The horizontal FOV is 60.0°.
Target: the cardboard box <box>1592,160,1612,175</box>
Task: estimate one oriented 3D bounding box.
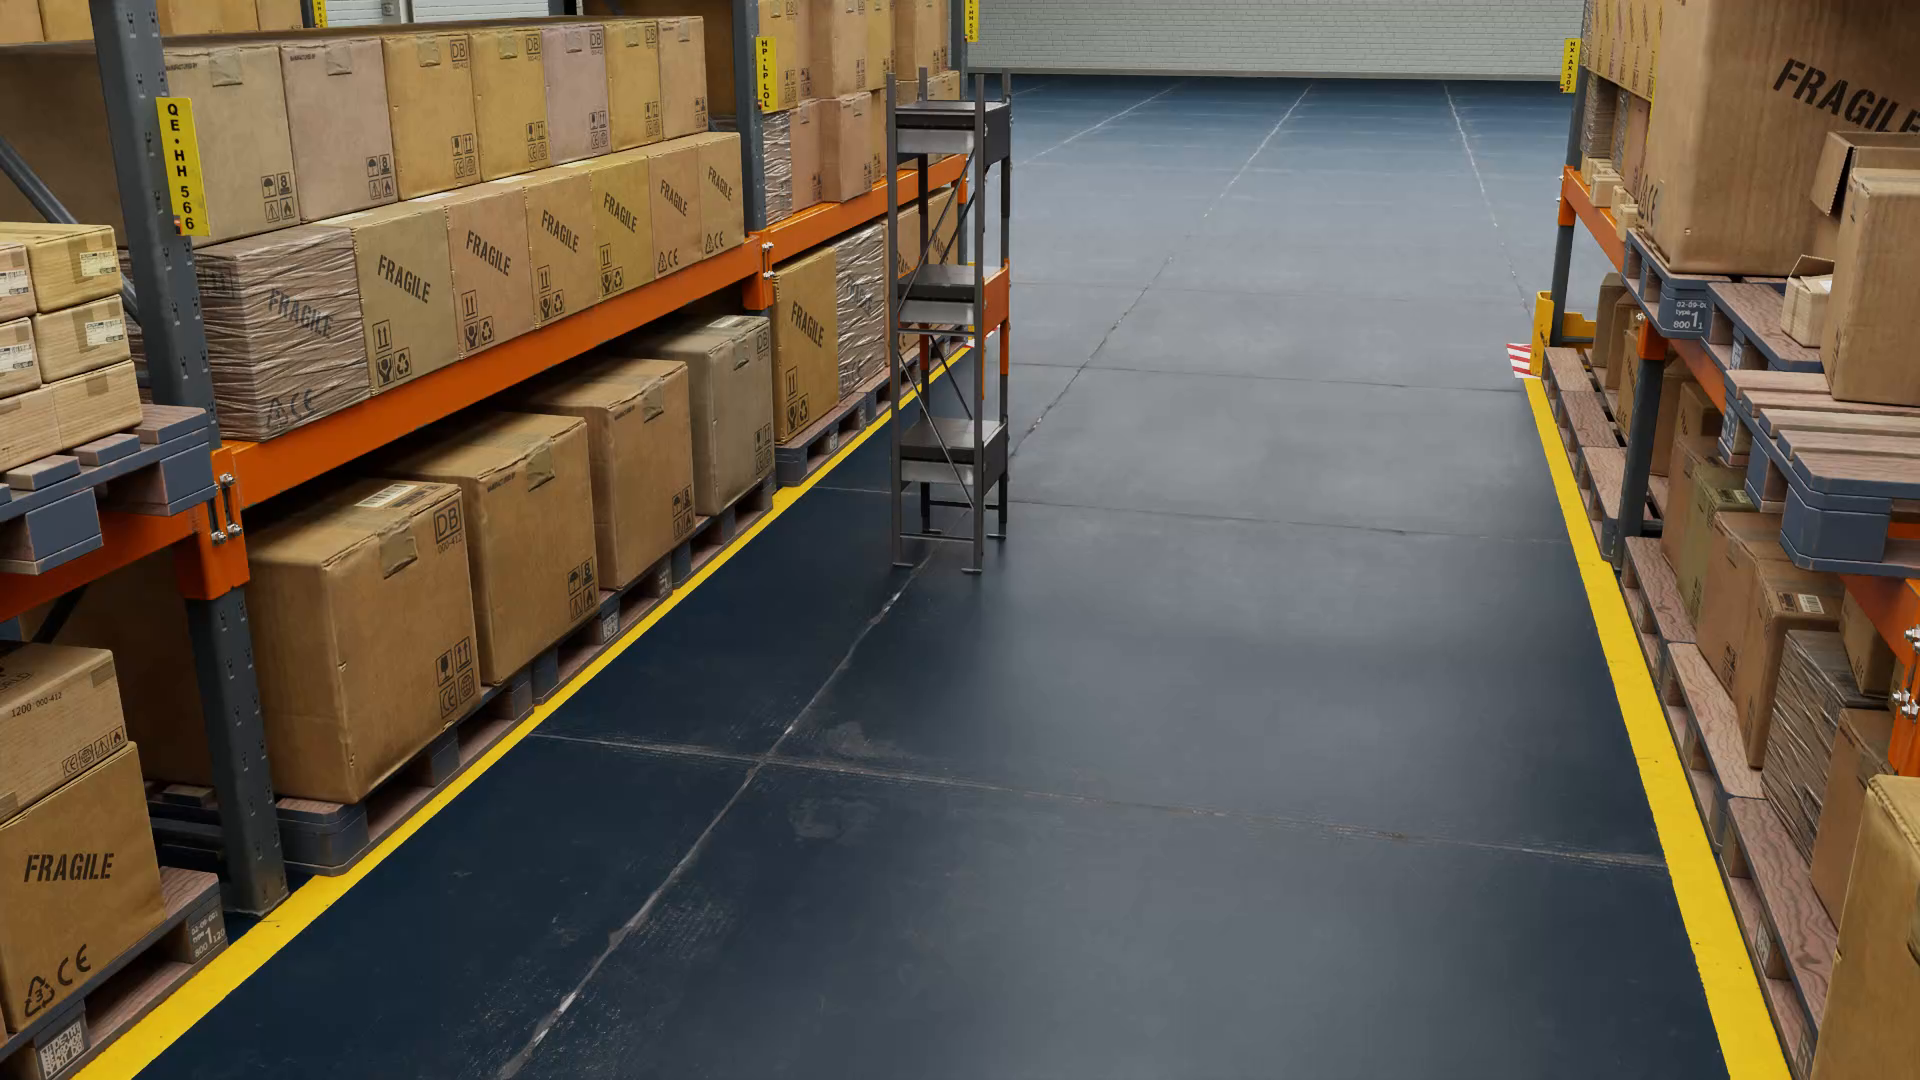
[{"bbox_3d":[3.842,-2.086,9.544,0.380,0.149,0.250,5,19,13],"label":"cardboard box"}]

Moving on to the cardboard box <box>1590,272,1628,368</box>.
[{"bbox_3d":[4.170,-1.331,10.162,0.500,0.500,0.500,9,21,23],"label":"cardboard box"}]

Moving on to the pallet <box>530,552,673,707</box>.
[{"bbox_3d":[-1.835,0.272,6.566,1.003,0.211,1.213,5,19,13],"label":"pallet"}]

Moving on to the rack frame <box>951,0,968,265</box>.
[{"bbox_3d":[-0.446,-2.933,11.634,1.000,3.000,0.127,5,19,13],"label":"rack frame"}]

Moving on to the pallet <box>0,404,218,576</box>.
[{"bbox_3d":[-2.472,-0.103,3.646,1.213,0.211,1.003,5,19,13],"label":"pallet"}]

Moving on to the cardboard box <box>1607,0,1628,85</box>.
[{"bbox_3d":[3.574,-2.550,8.351,0.500,0.500,0.500,5,19,13],"label":"cardboard box"}]

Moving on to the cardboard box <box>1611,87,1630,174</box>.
[{"bbox_3d":[4.008,-2.208,8.897,0.875,0.500,0.500,5,19,13],"label":"cardboard box"}]

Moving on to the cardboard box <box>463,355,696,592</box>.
[{"bbox_3d":[-1.727,-0.310,6.785,1.050,0.750,0.750,5,19,13],"label":"cardboard box"}]

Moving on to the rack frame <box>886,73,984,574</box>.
[{"bbox_3d":[-0.100,-0.865,6.972,0.400,2.100,0.015,5,19,13],"label":"rack frame"}]

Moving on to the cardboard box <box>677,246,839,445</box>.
[{"bbox_3d":[-1.202,-1.064,8.800,0.875,0.875,0.875,5,19,14],"label":"cardboard box"}]

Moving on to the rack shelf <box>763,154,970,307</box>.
[{"bbox_3d":[-0.935,-1.966,9.915,1.077,0.370,4.000,5,19,13],"label":"rack shelf"}]

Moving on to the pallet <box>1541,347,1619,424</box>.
[{"bbox_3d":[4.087,-0.915,10.039,1.003,0.211,1.213,5,19,13],"label":"pallet"}]

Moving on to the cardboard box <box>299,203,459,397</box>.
[{"bbox_3d":[-1.908,-0.752,5.094,0.500,0.500,0.500,4,19,13],"label":"cardboard box"}]

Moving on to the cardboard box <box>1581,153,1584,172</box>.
[{"bbox_3d":[4.038,-2.320,10.229,0.380,0.149,0.250,5,19,13],"label":"cardboard box"}]

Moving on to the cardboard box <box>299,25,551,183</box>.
[{"bbox_3d":[-1.911,-1.566,5.930,0.700,0.500,0.500,4,19,13],"label":"cardboard box"}]

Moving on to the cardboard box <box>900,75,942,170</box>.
[{"bbox_3d":[-0.606,-2.710,10.749,0.875,0.550,0.550,5,19,13],"label":"cardboard box"}]

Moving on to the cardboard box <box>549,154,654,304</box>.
[{"bbox_3d":[-1.539,-1.225,6.480,0.500,0.500,0.500,5,19,14],"label":"cardboard box"}]

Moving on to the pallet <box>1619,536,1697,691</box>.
[{"bbox_3d":[3.173,0.308,6.460,1.003,0.211,1.213,5,19,13],"label":"pallet"}]

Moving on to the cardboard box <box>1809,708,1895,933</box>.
[{"bbox_3d":[2.529,0.761,4.006,0.700,0.500,0.500,4,19,10],"label":"cardboard box"}]

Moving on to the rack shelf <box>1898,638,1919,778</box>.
[{"bbox_3d":[1.896,0.965,1.335,1.077,0.370,4.000,5,19,13],"label":"rack shelf"}]

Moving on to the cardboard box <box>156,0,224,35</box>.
[{"bbox_3d":[-5.340,-3.450,10.987,0.700,0.500,0.500,4,19,13],"label":"cardboard box"}]

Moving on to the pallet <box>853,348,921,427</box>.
[{"bbox_3d":[-0.866,-0.976,10.217,1.003,0.211,1.213,5,19,13],"label":"pallet"}]

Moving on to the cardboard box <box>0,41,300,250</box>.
[{"bbox_3d":[-2.281,-1.086,4.525,0.700,0.500,0.500,5,19,13],"label":"cardboard box"}]

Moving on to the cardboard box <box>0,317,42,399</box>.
[{"bbox_3d":[-2.143,-0.372,3.414,0.380,0.149,0.250,5,20,15],"label":"cardboard box"}]

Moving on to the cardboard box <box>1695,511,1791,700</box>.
[{"bbox_3d":[2.920,0.233,5.552,0.700,0.500,0.500,3,19,9],"label":"cardboard box"}]

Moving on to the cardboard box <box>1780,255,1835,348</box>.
[{"bbox_3d":[2.530,-0.681,4.600,0.396,0.266,0.258,4,19,12],"label":"cardboard box"}]

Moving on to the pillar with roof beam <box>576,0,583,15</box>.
[{"bbox_3d":[-2.557,-11.677,27.952,9.100,9.000,0.400,5,19,13],"label":"pillar with roof beam"}]

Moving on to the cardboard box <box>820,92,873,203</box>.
[{"bbox_3d":[-0.986,-2.201,9.259,0.875,0.550,0.550,5,19,13],"label":"cardboard box"}]

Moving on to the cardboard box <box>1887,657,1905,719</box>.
[{"bbox_3d":[2.519,0.405,3.887,0.500,0.250,0.500,5,20,16],"label":"cardboard box"}]

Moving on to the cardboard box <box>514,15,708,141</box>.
[{"bbox_3d":[-1.539,-2.044,7.329,0.700,0.500,0.500,4,19,12],"label":"cardboard box"}]

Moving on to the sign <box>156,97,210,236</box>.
[{"bbox_3d":[-1.872,-0.896,4.002,0.100,0.325,0.005,5,19,13],"label":"sign"}]

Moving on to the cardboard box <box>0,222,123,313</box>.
[{"bbox_3d":[-2.076,-0.597,3.614,0.380,0.149,0.250,4,19,11],"label":"cardboard box"}]

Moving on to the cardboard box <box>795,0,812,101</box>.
[{"bbox_3d":[-1.278,-2.556,8.627,0.875,0.550,0.550,5,19,13],"label":"cardboard box"}]

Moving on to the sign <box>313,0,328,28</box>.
[{"bbox_3d":[-4.738,-3.940,12.301,0.100,0.325,0.005,5,19,13],"label":"sign"}]

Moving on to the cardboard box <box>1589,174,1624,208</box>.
[{"bbox_3d":[3.577,-1.858,8.875,0.380,0.149,0.250,5,19,13],"label":"cardboard box"}]

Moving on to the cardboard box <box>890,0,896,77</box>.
[{"bbox_3d":[-0.888,-3.057,10.096,0.875,0.550,0.550,5,19,13],"label":"cardboard box"}]

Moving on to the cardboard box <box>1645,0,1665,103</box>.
[{"bbox_3d":[3.205,-2.080,6.975,0.500,0.500,0.500,5,19,13],"label":"cardboard box"}]

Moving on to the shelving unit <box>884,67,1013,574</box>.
[{"bbox_3d":[-0.040,-0.942,7.196,0.431,2.100,0.503,5,19,13],"label":"shelving unit"}]

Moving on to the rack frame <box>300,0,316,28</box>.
[{"bbox_3d":[-5.271,-3.292,12.686,1.000,3.000,0.127,5,19,13],"label":"rack frame"}]

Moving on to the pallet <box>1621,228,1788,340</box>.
[{"bbox_3d":[3.034,-0.937,6.088,1.003,0.211,1.213,5,19,13],"label":"pallet"}]

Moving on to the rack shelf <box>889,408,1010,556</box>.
[{"bbox_3d":[-0.040,-0.266,7.427,0.431,0.518,0.480,5,19,13],"label":"rack shelf"}]

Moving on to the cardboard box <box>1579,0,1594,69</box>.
[{"bbox_3d":[3.940,-3.020,9.727,0.500,0.500,0.500,5,19,13],"label":"cardboard box"}]

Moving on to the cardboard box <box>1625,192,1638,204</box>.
[{"bbox_3d":[3.482,-1.616,8.166,0.380,0.149,0.250,5,19,13],"label":"cardboard box"}]

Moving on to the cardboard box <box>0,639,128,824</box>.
[{"bbox_3d":[-2.314,0.439,3.820,0.500,0.250,0.500,4,19,12],"label":"cardboard box"}]

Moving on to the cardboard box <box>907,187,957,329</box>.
[{"bbox_3d":[-0.548,-1.909,11.272,0.875,0.875,0.875,5,19,14],"label":"cardboard box"}]

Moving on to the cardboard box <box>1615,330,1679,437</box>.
[{"bbox_3d":[3.706,-0.775,8.533,0.500,0.500,0.500,3,19,9],"label":"cardboard box"}]
